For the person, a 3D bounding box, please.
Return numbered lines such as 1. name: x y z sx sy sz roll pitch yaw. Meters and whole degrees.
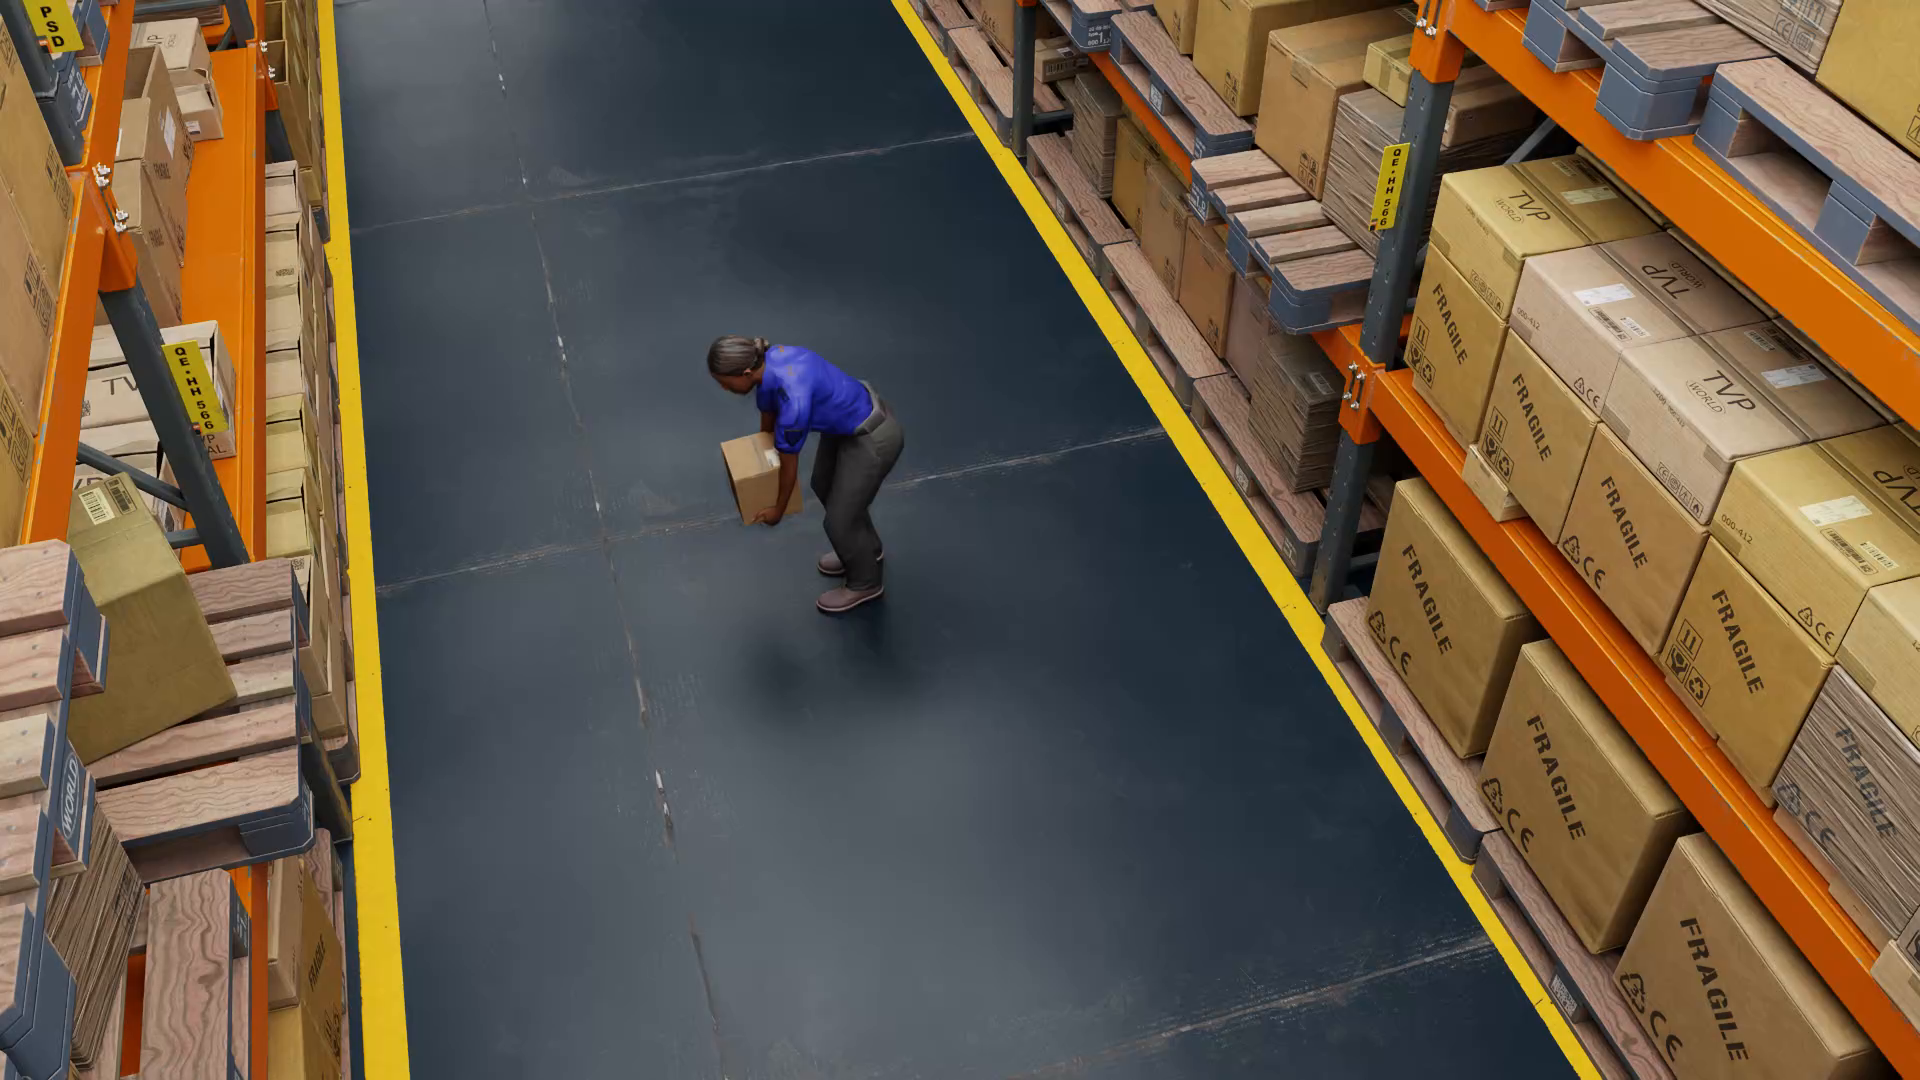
1. person: -0.595 -0.301 6.693 0.740 1.395 0.402 -13 44 -14
